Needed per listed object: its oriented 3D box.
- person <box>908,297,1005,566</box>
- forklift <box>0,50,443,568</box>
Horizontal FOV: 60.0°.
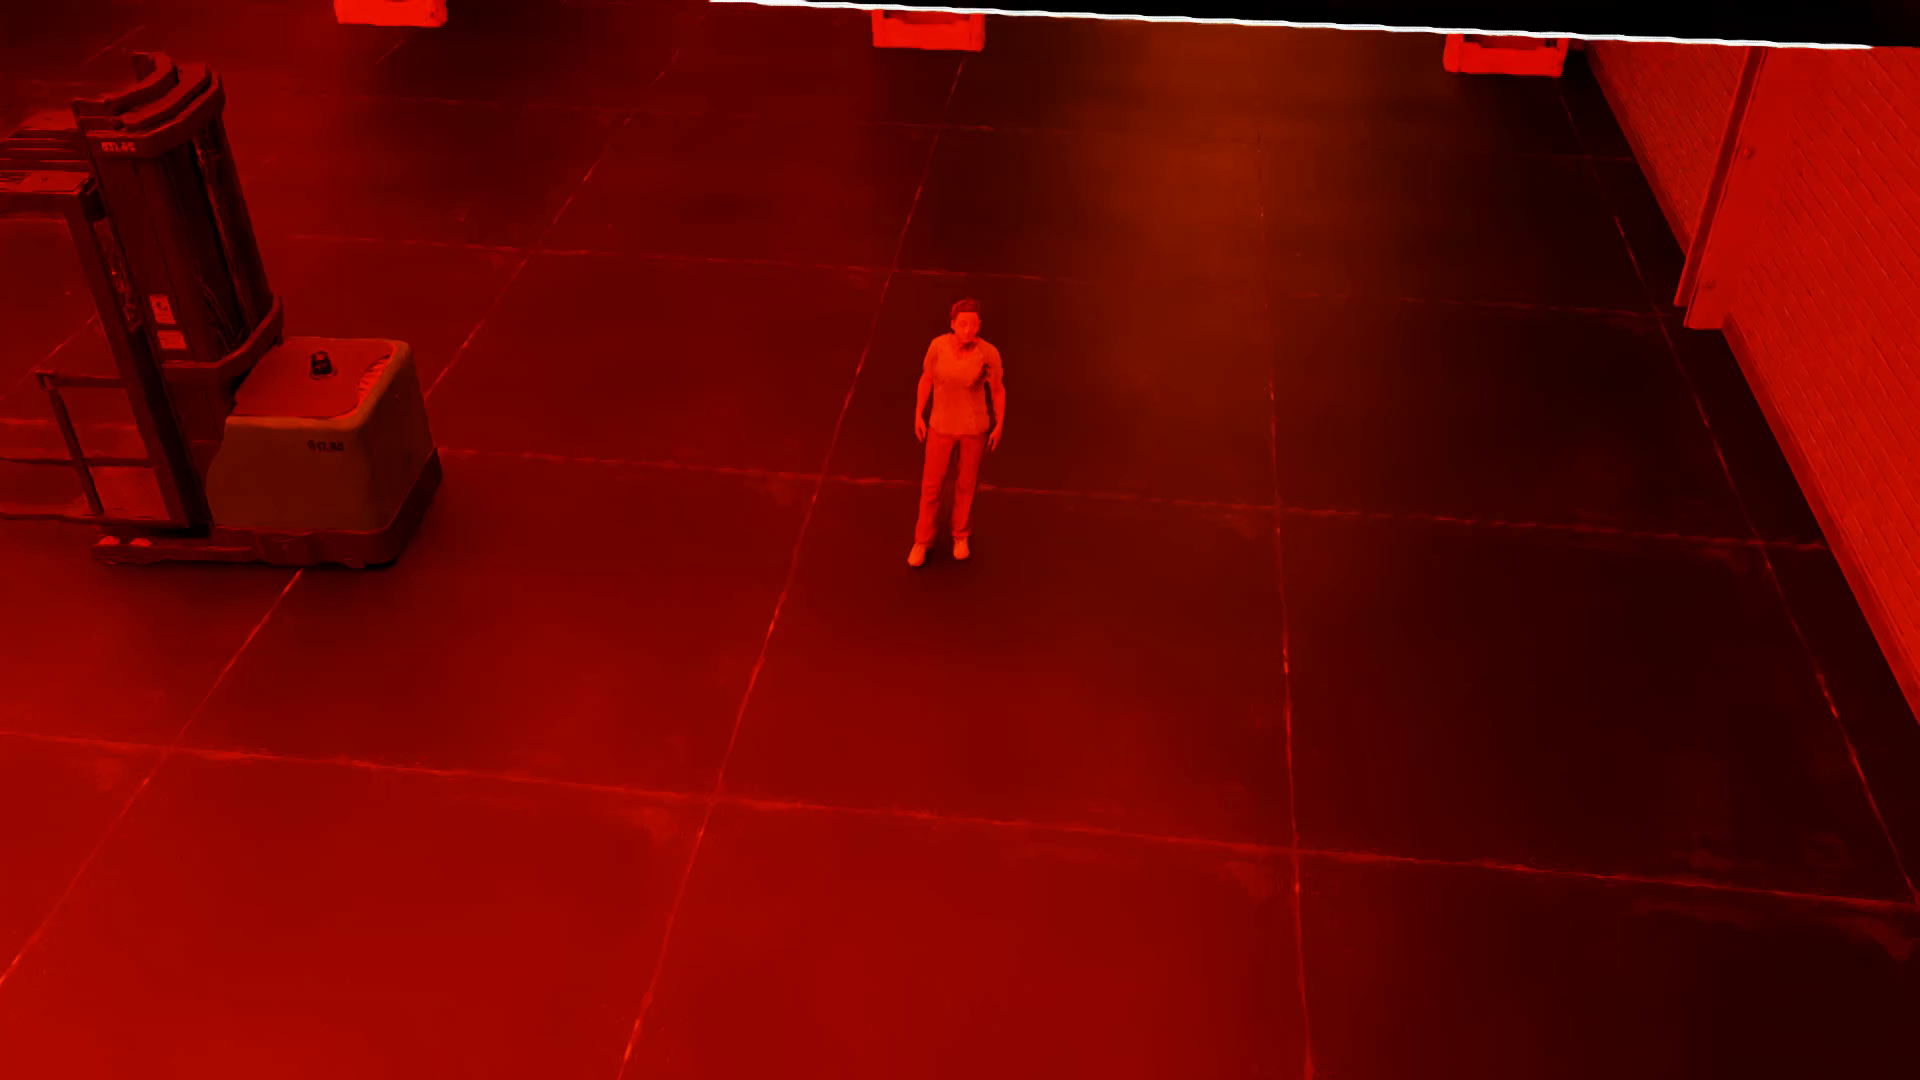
[{"bbox_3d":[-0.020,-0.638,9.940,0.554,1.674,0.548,4,37,6],"label":"person"},{"bbox_3d":[-4.944,-1.338,9.845,3.031,2.935,1.130,2,36,3],"label":"forklift"}]
